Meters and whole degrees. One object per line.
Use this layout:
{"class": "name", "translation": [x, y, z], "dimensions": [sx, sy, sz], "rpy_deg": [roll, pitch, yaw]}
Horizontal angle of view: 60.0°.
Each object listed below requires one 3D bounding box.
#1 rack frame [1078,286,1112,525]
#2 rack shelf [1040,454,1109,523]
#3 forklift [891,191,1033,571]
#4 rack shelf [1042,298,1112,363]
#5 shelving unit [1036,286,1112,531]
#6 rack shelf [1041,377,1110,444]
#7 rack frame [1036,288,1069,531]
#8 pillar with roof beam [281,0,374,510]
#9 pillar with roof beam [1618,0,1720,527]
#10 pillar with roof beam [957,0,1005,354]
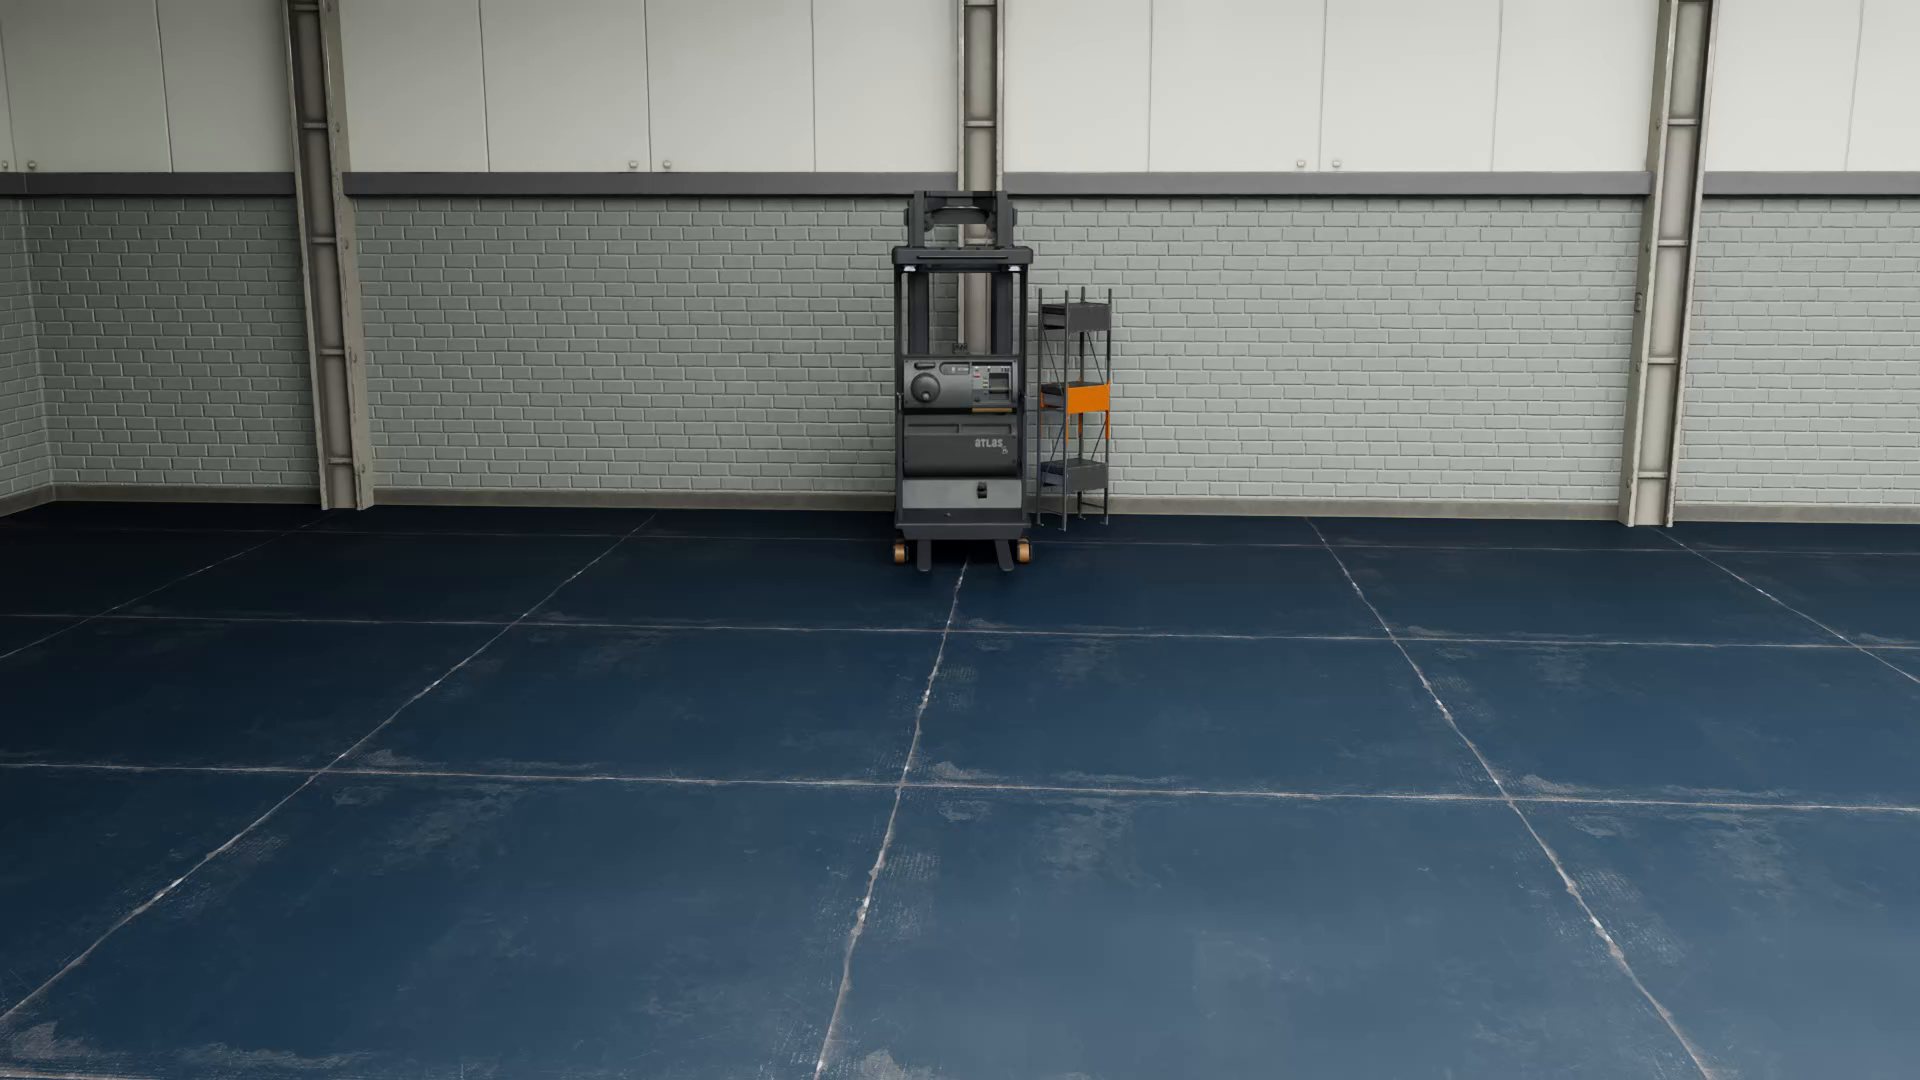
{"class": "rack frame", "translation": [1.203, -1.197, 14.860], "dimensions": [0.015, 2.100, 0.400], "rpy_deg": [-8, 14, -35]}
{"class": "rack shelf", "translation": [1.006, -0.469, 14.866], "dimensions": [0.480, 0.518, 0.431], "rpy_deg": [-8, 14, -35]}
{"class": "forklift", "translation": [0.012, -1.306, 13.352], "dimensions": [1.130, 2.935, 3.031], "rpy_deg": [0, 12, -1]}
{"class": "rack shelf", "translation": [1.006, -1.839, 14.580], "dimensions": [0.480, 0.518, 0.431], "rpy_deg": [-8, 14, -35]}
{"class": "shelving unit", "translation": [1.006, -1.167, 14.720], "dimensions": [0.503, 2.100, 0.431], "rpy_deg": [-8, 14, -35]}
{"class": "rack shelf", "translation": [1.006, -1.154, 14.723], "dimensions": [0.480, 0.518, 0.431], "rpy_deg": [-8, 14, -35]}
{"class": "rack frame", "translation": [0.808, -1.138, 14.580], "dimensions": [0.015, 2.100, 0.400], "rpy_deg": [-8, 14, -35]}
{"class": "pillar with roof beam", "translation": [-6.089, -3.841, 10.652], "dimensions": [0.400, 9.000, 9.100], "rpy_deg": [1, 12, 4]}
{"class": "pillar with roof beam", "translation": [5.884, -3.677, 9.867], "dimensions": [0.400, 9.000, 9.100], "rpy_deg": [1, 12, 4]}
{"class": "pillar with roof beam", "translation": [-0.103, -3.759, 10.259], "dimensions": [0.400, 9.000, 9.100], "rpy_deg": [1, 12, 4]}
